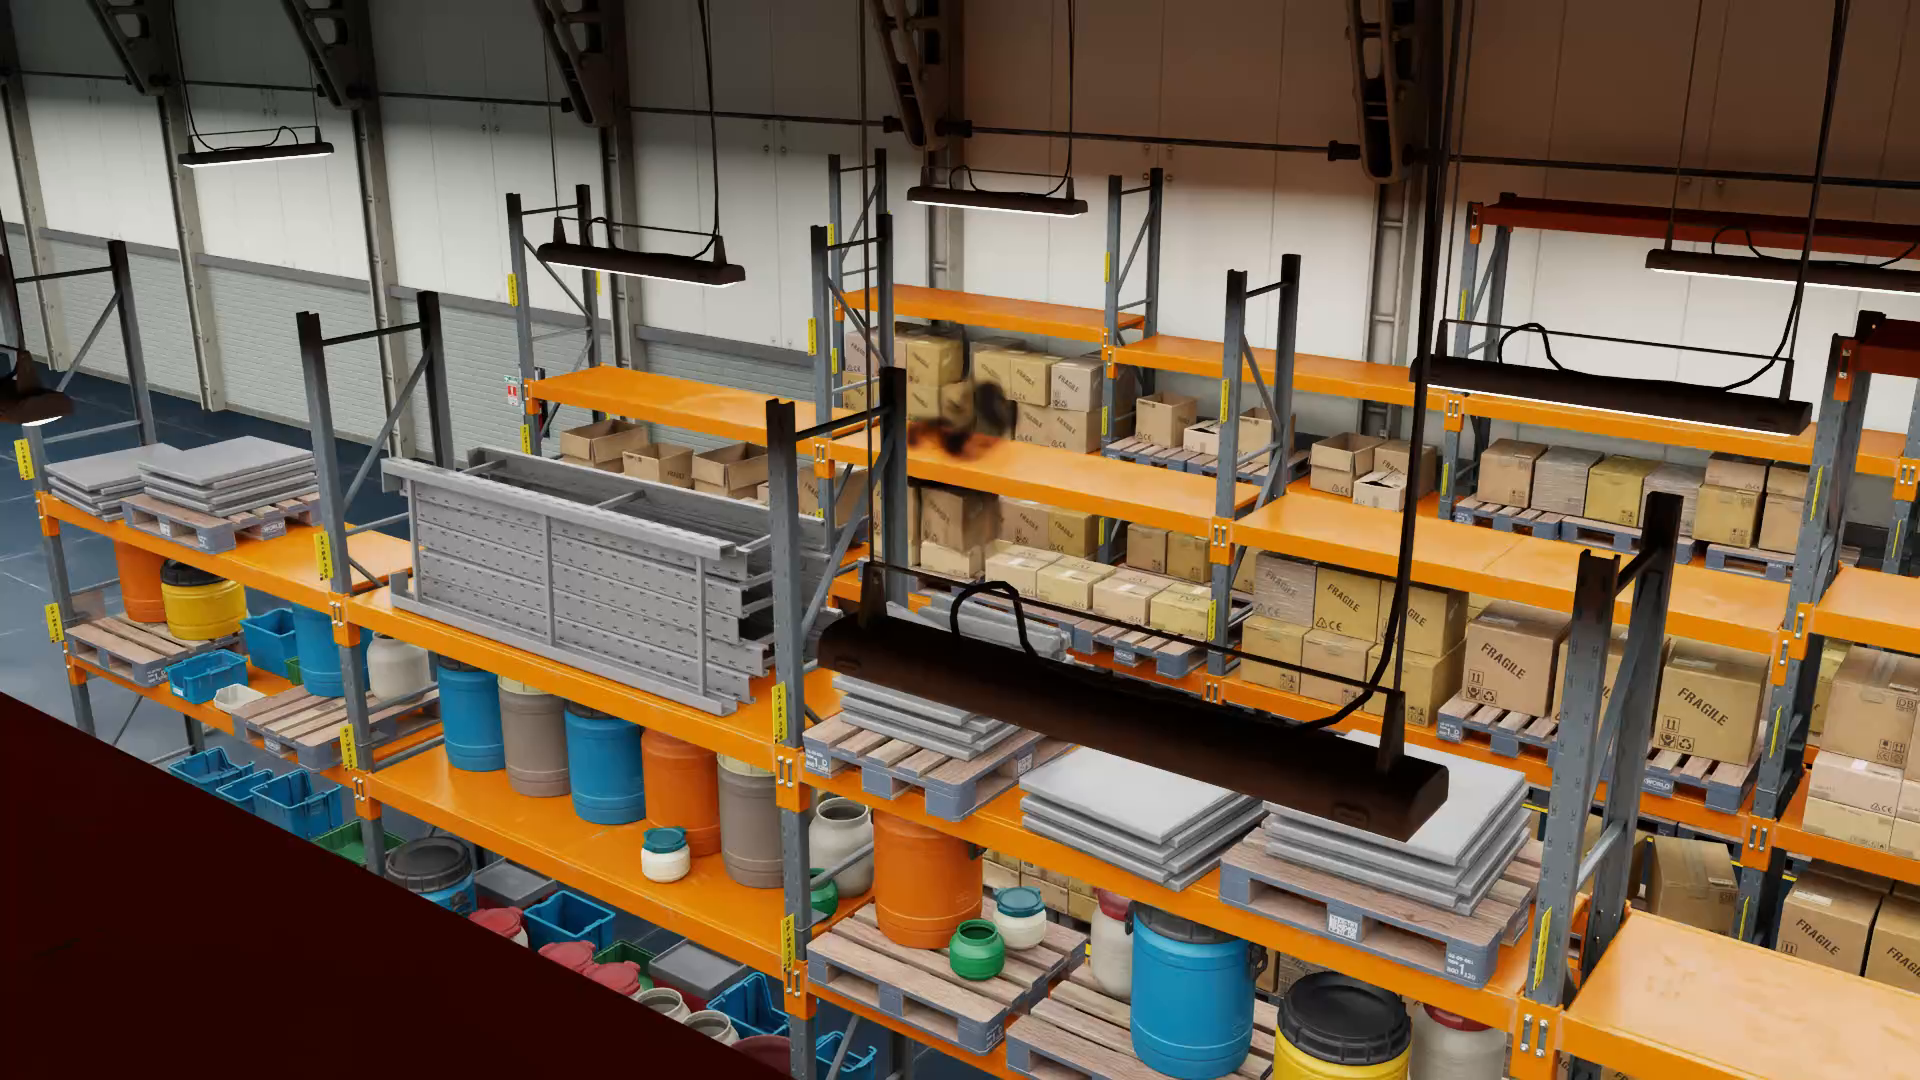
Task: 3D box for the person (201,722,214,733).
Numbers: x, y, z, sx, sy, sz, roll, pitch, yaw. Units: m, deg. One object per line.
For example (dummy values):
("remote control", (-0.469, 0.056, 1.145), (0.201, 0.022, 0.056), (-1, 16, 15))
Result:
("person", (-8.121, 1.385, 18.467), (1.048, 1.684, 0.578), (-9, 20, -24))
